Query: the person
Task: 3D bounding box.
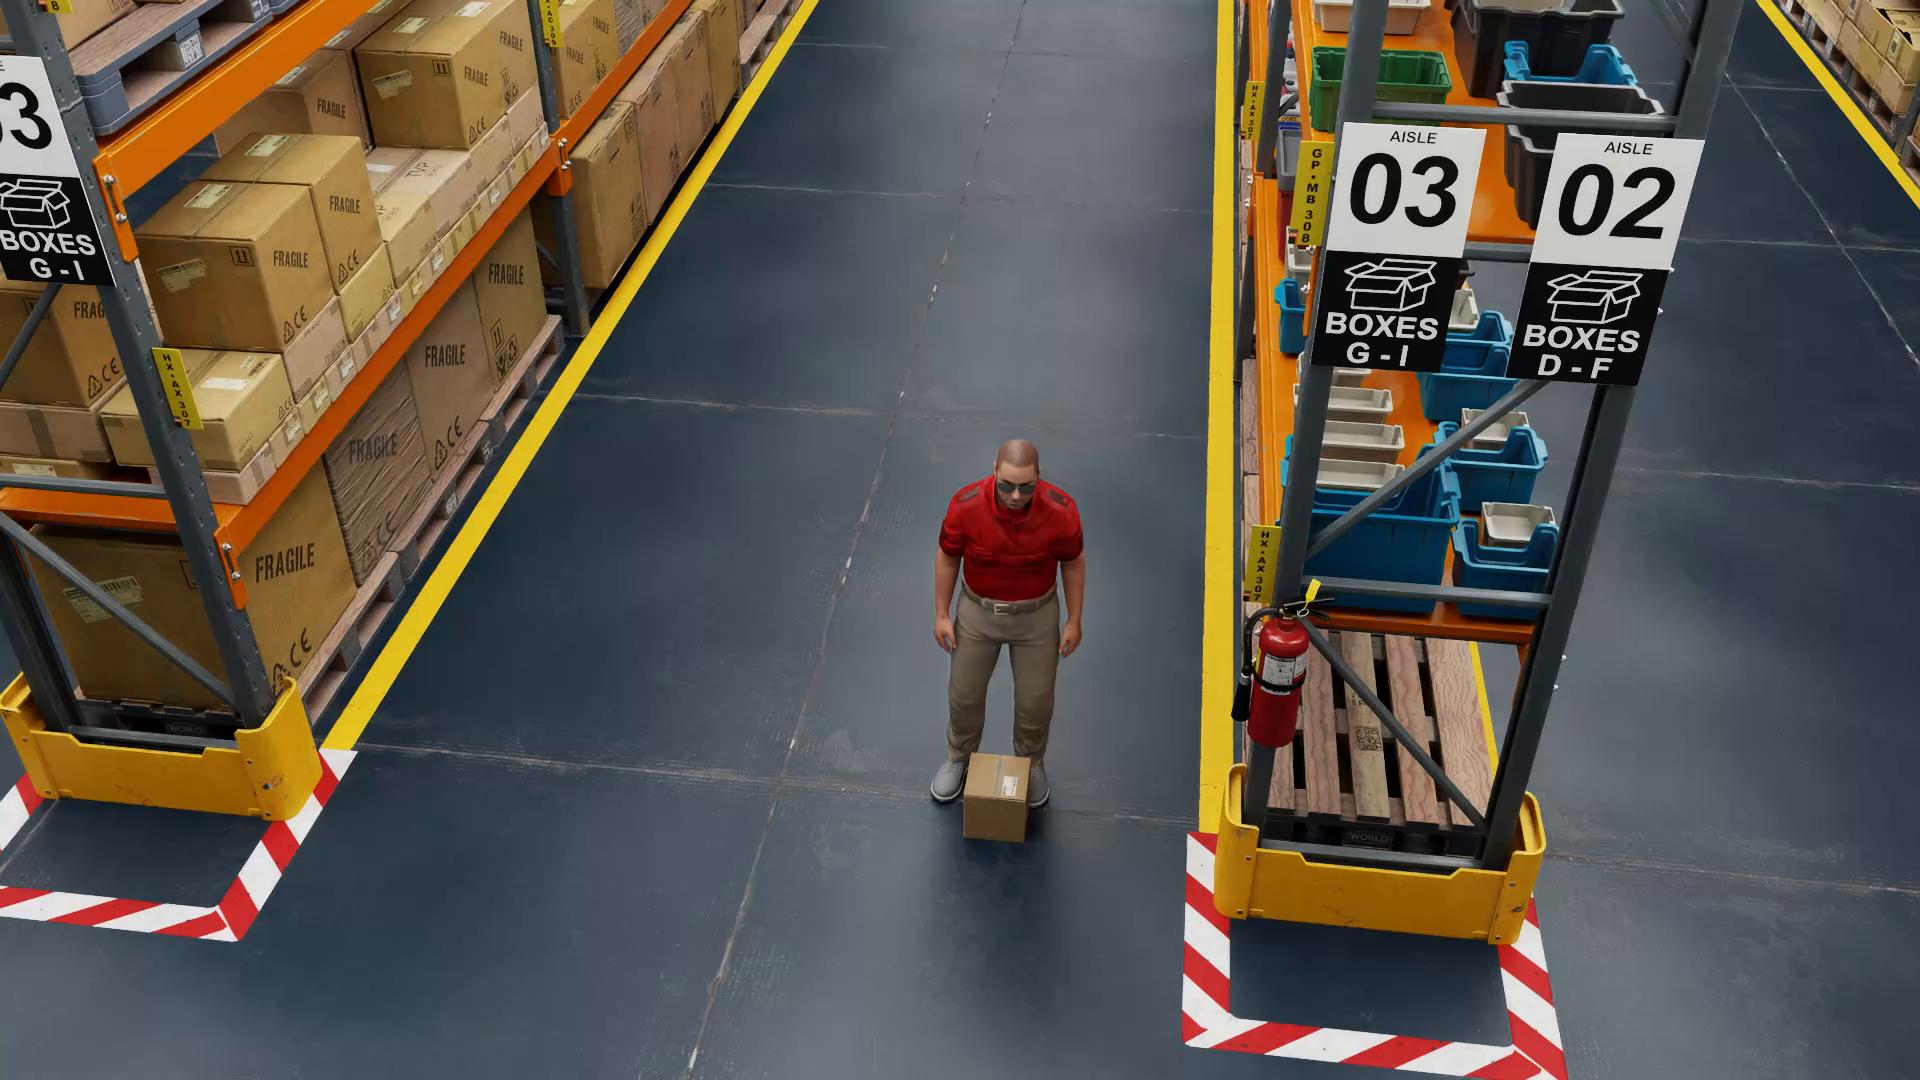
[{"bbox_3d":[0.187,0.314,6.617,0.606,1.727,0.388,2,36,3],"label":"person"}]
